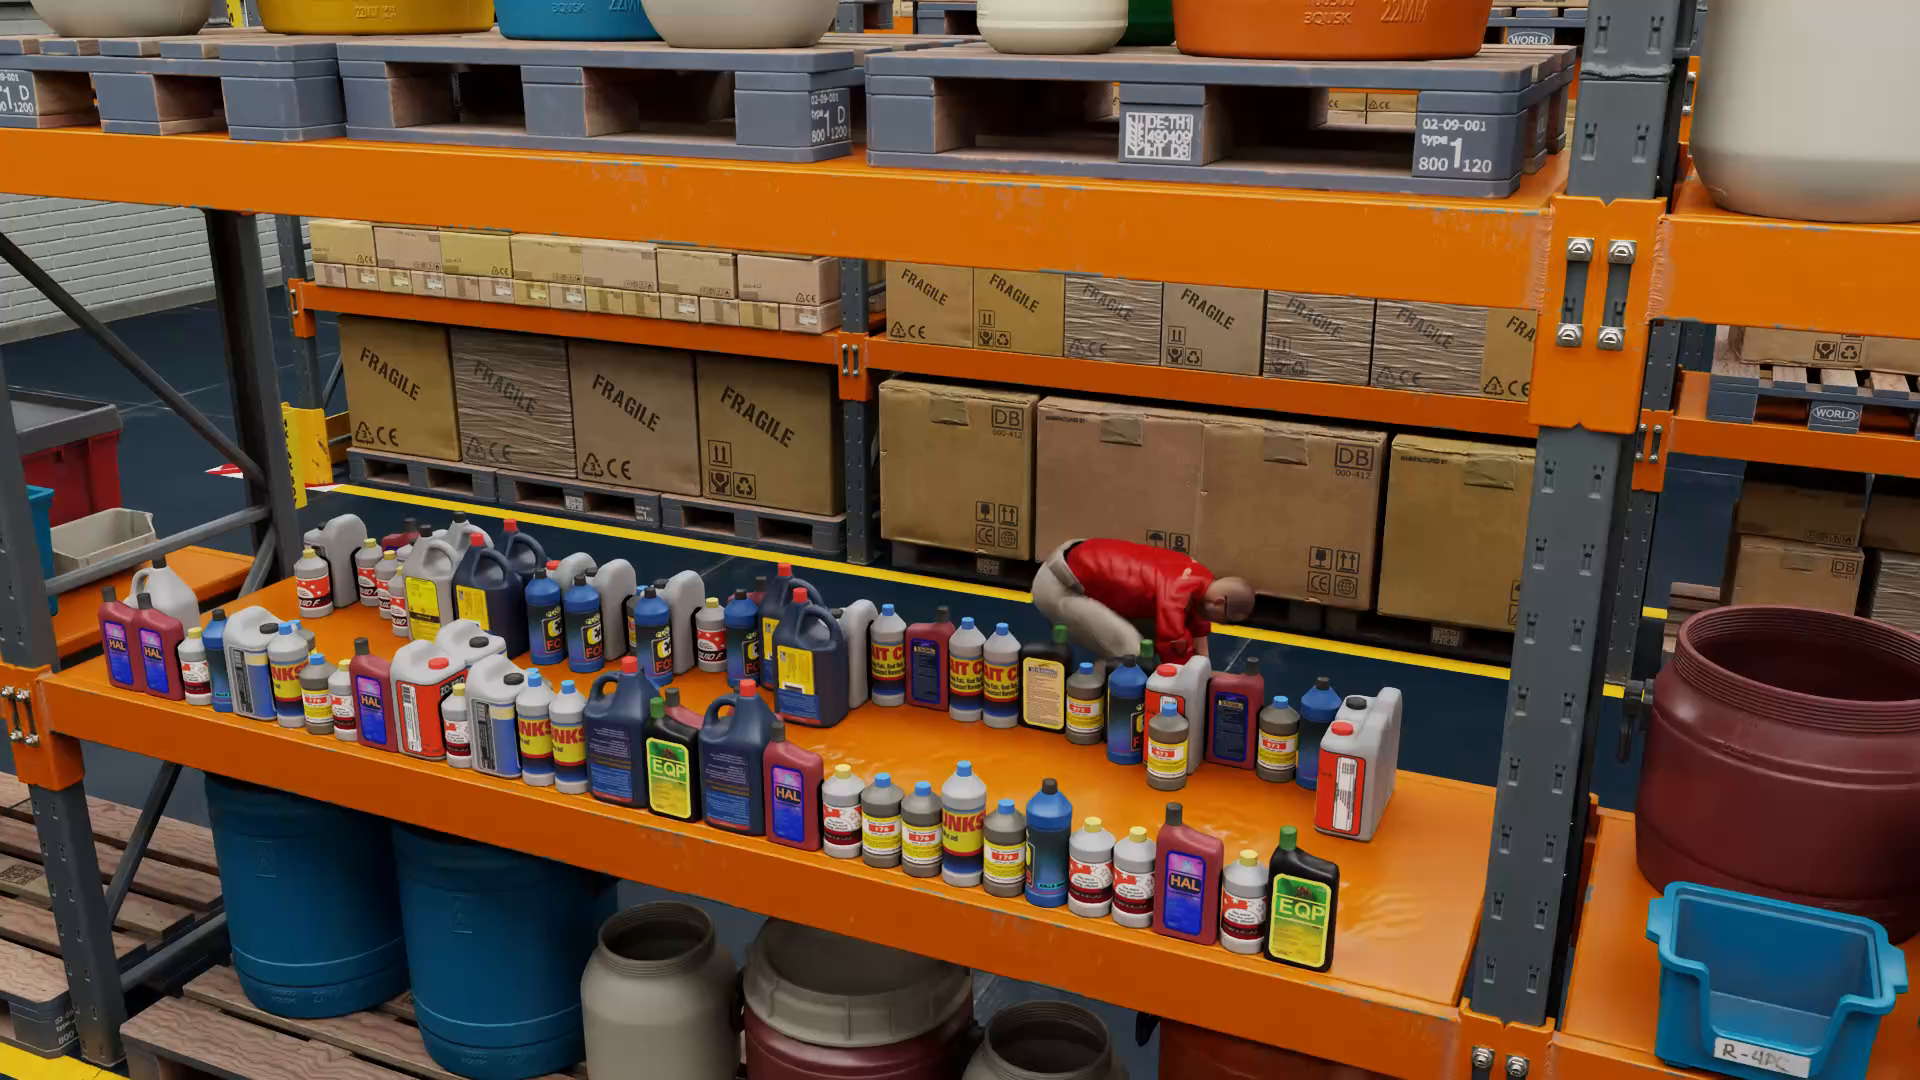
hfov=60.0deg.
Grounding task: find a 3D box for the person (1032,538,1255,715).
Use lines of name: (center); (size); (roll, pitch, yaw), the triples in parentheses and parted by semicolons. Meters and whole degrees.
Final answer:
person: (0.796, 0.426, 7.263); (0.956, 0.848, 0.541); (8, 20, 21)
